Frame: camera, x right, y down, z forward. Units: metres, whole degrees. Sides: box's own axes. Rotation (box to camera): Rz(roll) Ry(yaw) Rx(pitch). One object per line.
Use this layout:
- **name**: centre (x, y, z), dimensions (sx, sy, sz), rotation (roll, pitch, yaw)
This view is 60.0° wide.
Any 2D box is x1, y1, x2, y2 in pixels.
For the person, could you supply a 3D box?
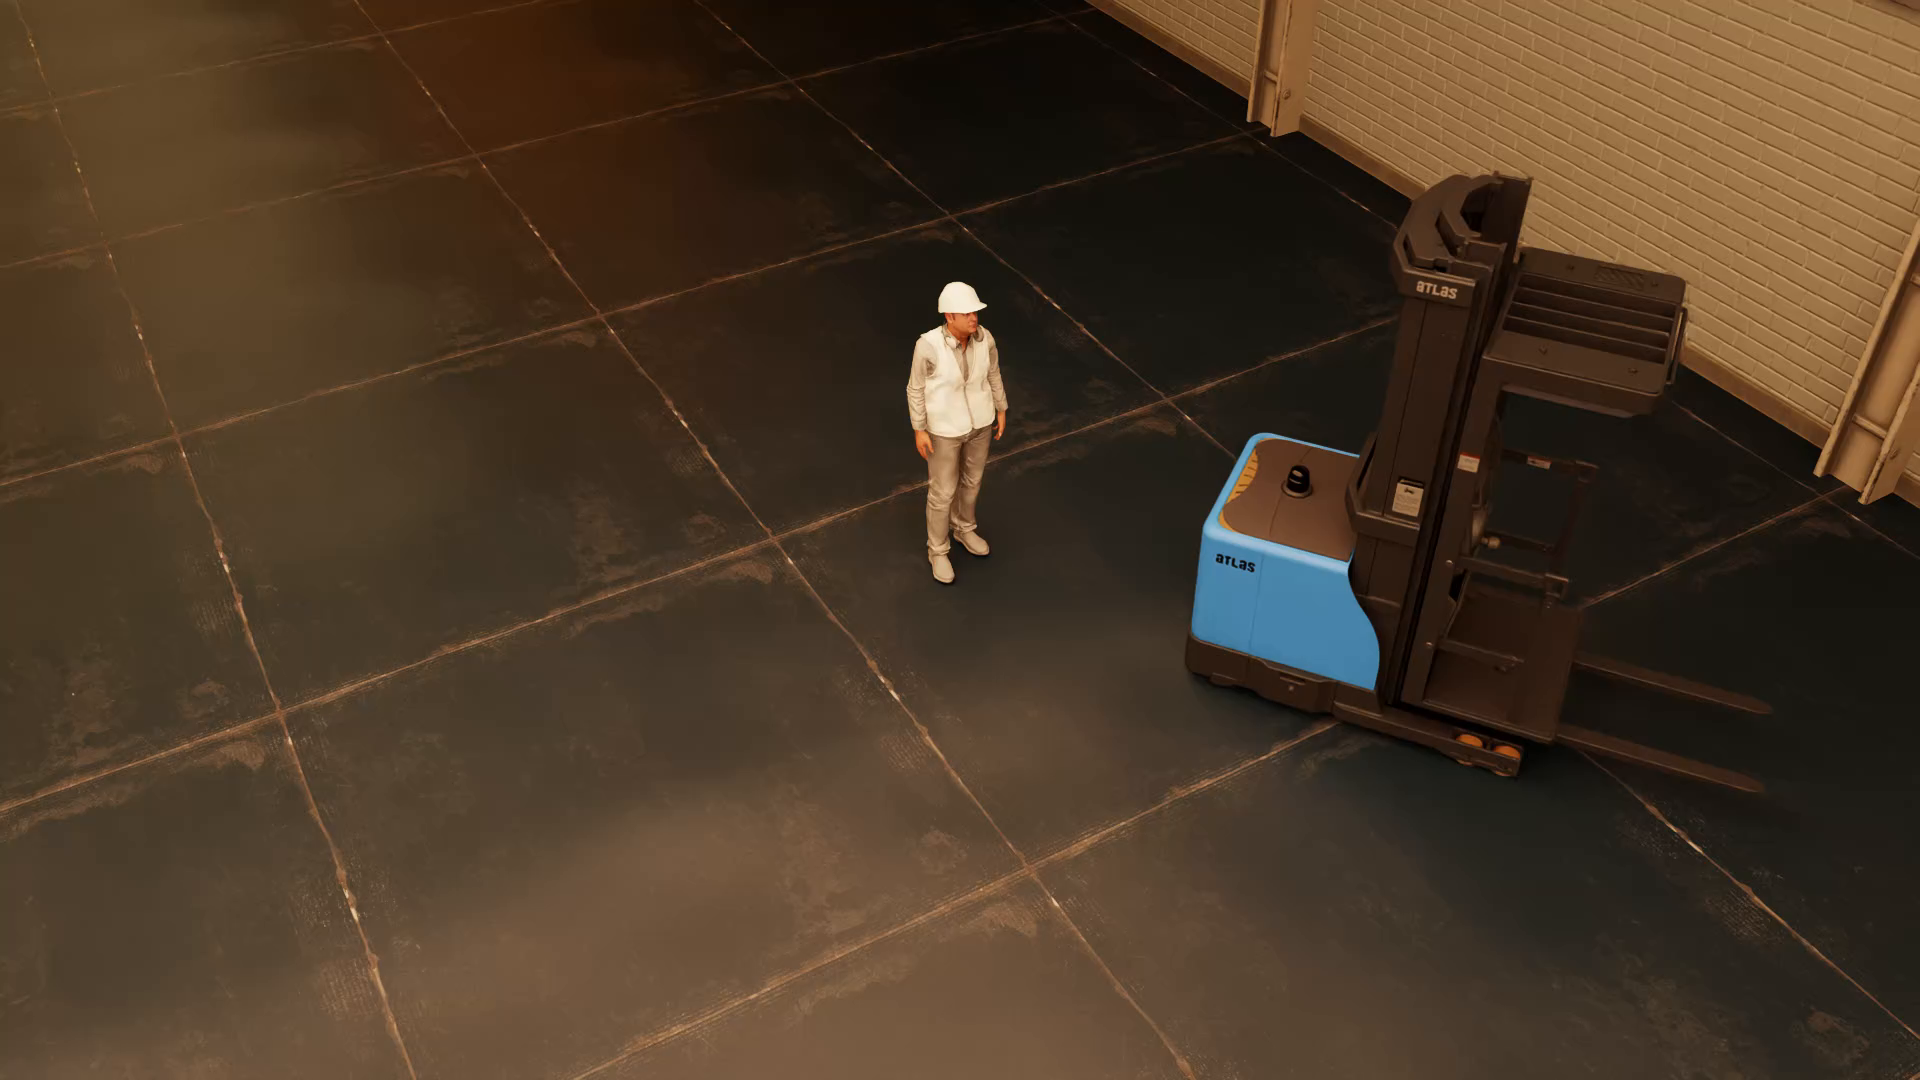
- **person**: centre (0.024, -0.651, 9.717), dimensions (0.632, 1.773, 0.568), rotation (-20, 44, -23)

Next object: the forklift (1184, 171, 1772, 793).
- **forklift**: centre (2.831, -0.264, 8.354), dimensions (3.031, 2.935, 1.130), rotation (16, 42, 18)
